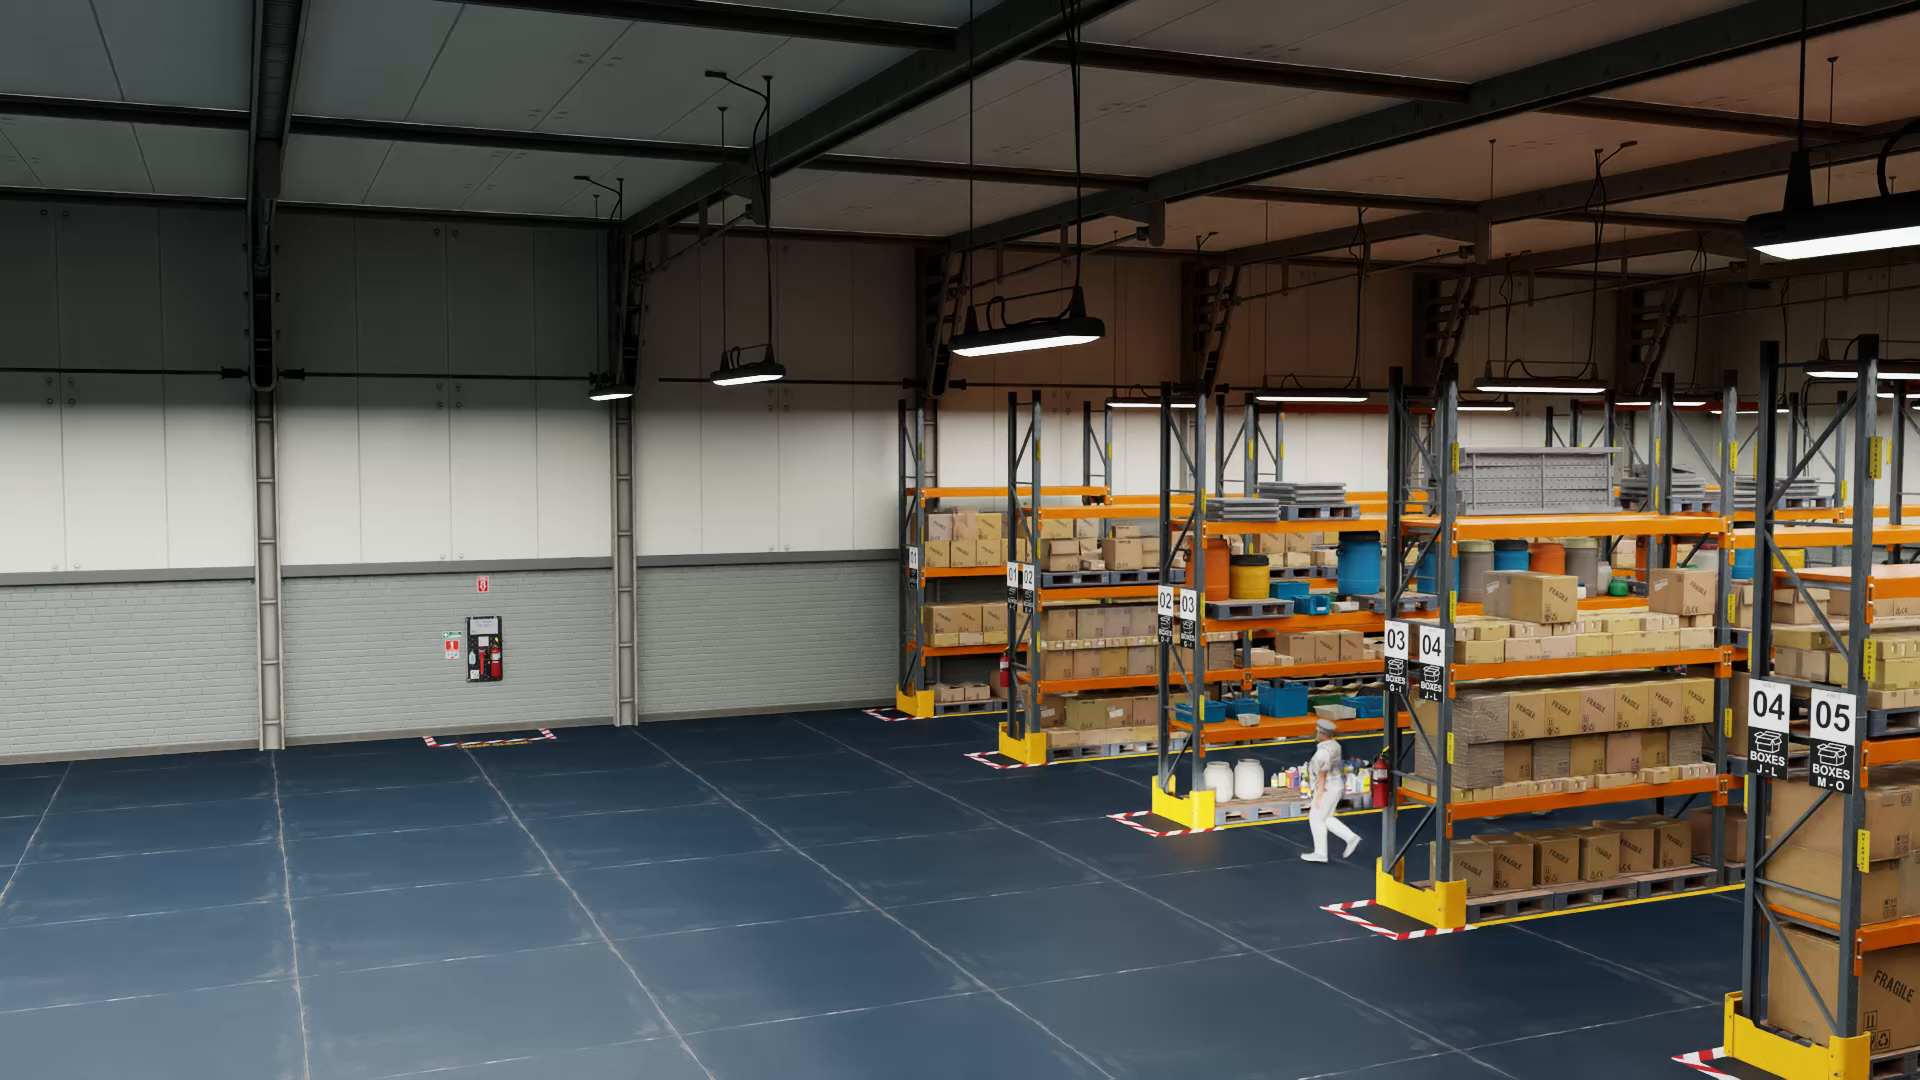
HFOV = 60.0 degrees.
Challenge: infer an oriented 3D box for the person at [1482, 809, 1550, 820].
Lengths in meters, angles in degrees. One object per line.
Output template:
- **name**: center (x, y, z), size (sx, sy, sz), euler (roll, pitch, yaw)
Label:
- **person**: center (7.622, 3.012, 22.733), size (1.034, 1.605, 0.467), euler (-2, 4, -25)

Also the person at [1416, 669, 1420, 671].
- **person**: center (9.040, 2.409, 32.830), size (0.534, 1.674, 0.514), euler (-1, 4, -18)

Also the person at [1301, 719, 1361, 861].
- **person**: center (4.557, 3.073, 20.405), size (0.698, 1.748, 0.544), euler (2, 4, 25)
